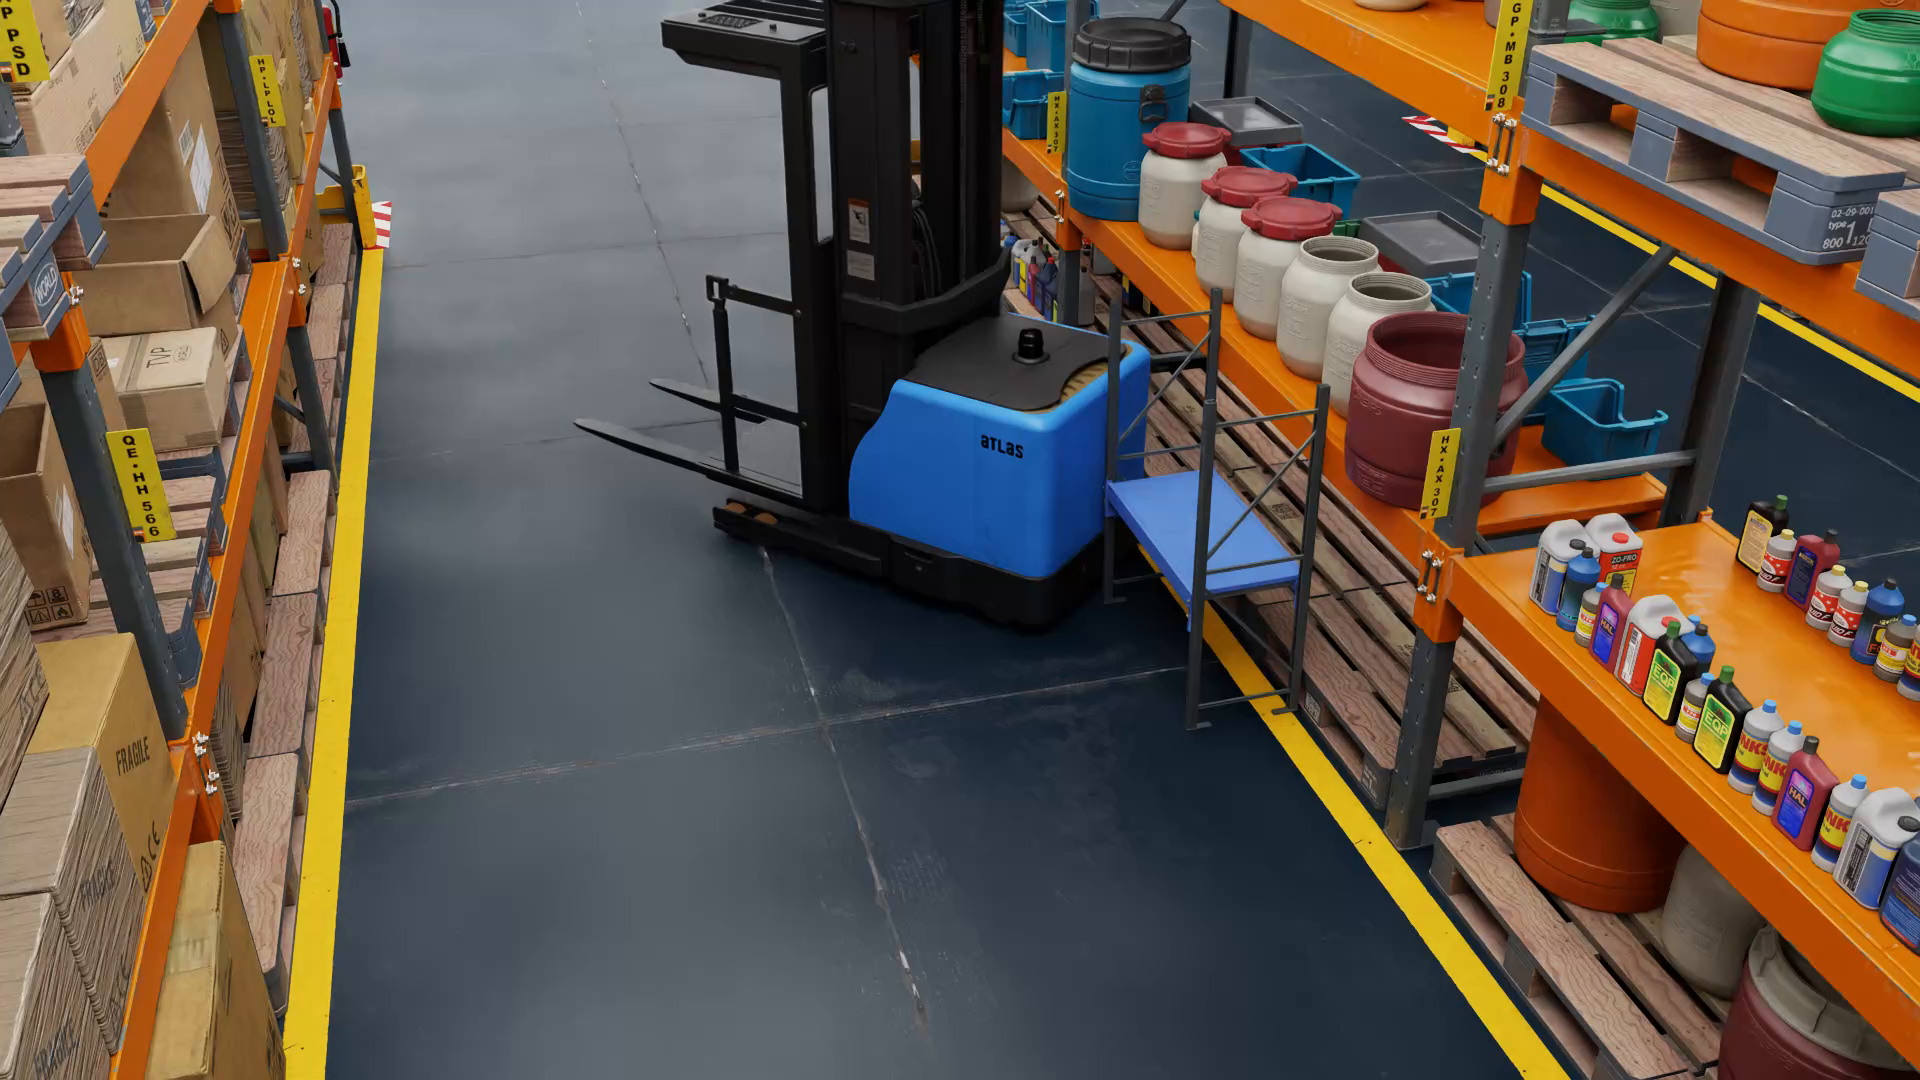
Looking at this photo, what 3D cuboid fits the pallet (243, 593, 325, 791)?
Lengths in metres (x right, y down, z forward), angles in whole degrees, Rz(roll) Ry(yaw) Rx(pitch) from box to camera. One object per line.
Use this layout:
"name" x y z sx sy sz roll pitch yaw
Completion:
"pallet" -3.196 0.678 6.867 1.003 0.211 1.213 -8 31 -13

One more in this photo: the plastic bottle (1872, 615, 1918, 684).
"plastic bottle" 2.776 0.314 4.912 0.097 0.201 0.097 0 30 0

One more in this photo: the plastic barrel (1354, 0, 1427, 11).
"plastic barrel" 1.543 -2.043 5.929 0.301 0.262 0.301 0 30 0

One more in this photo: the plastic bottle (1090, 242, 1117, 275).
"plastic bottle" 0.931 -1.874 10.774 0.152 0.276 0.135 -8 31 -13

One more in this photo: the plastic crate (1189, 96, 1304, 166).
"plastic crate" 1.468 -1.988 8.626 0.402 0.464 0.583 -8 31 -13

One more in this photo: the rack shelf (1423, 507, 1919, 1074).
"rack shelf" 2.637 1.056 4.149 1.077 0.370 4.000 -8 31 -13

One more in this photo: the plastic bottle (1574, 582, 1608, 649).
"plastic bottle" 1.939 0.223 5.068 0.097 0.201 0.097 0 30 0

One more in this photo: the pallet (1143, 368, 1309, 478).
"pallet" 1.290 -0.572 9.028 1.003 0.211 1.213 -8 31 -13

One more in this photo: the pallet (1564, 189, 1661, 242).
"pallet" 5.323 -2.583 12.502 1.003 0.211 1.213 -8 31 -13

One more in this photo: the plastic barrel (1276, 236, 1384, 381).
"plastic barrel" 1.515 -0.942 6.771 0.421 0.512 0.421 0 30 0

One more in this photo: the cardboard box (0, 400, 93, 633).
"cardboard box" -2.851 -0.043 4.811 0.500 0.500 0.500 -12 32 -19

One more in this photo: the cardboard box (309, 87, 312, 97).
"cardboard box" -4.285 -2.850 10.431 0.380 0.149 0.250 -8 31 -13

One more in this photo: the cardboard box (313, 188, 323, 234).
"cardboard box" -4.643 -2.223 11.172 0.500 0.500 0.500 -2 30 -4

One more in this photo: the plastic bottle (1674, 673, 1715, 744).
"plastic bottle" 2.072 0.464 4.652 0.097 0.201 0.097 0 30 0

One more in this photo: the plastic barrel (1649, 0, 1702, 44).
"plastic barrel" 2.319 -1.759 5.188 0.421 0.512 0.421 0 30 0

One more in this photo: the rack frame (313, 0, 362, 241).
"rack frame" -4.793 -3.427 11.176 1.000 3.000 0.127 -8 31 -13

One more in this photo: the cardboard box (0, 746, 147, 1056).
"cardboard box" -2.173 0.841 3.703 0.500 0.500 0.500 -8 31 -14

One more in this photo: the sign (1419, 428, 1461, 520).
"sign" 1.577 -0.215 5.465 0.100 0.325 0.005 -8 31 -13

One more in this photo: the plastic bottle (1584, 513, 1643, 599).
"plastic bottle" 2.056 0.064 5.269 0.152 0.276 0.135 -8 31 -13

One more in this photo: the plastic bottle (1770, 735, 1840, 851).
"plastic bottle" 2.172 0.645 4.257 0.061 0.283 0.133 -8 31 -13

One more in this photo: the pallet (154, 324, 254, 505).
"pallet" -3.234 -0.430 6.191 1.003 0.211 1.213 -8 31 -13

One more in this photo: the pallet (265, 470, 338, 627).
"pallet" -3.523 0.088 7.887 1.003 0.211 1.213 -8 31 -13

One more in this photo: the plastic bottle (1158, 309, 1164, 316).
"plastic bottle" 1.270 -1.530 10.178 0.152 0.276 0.135 -7 31 -11

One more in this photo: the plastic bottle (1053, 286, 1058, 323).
"plastic bottle" 0.598 -1.357 9.872 0.061 0.283 0.133 -6 31 -11

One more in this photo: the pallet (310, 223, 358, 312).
"pallet" -4.591 -1.786 11.125 1.003 0.211 1.213 -8 31 -13

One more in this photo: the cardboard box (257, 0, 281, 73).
"cardboard box" -3.740 -2.592 8.339 0.500 0.500 0.500 -8 31 -13

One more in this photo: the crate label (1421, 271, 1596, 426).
"crate label" 2.103 -0.752 6.520 0.502 0.435 0.616 -8 31 -13

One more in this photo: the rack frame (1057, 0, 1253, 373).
"rack frame" 1.044 -2.153 8.976 1.000 3.000 0.127 -8 31 -13

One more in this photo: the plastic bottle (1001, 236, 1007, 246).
"plastic bottle" 0.307 -1.886 10.868 0.097 0.201 0.097 0 30 0

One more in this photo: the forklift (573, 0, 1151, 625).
"forklift" -0.622 -1.436 7.806 3.031 2.935 1.130 18 35 28

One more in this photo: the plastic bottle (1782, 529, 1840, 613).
"plastic bottle" 2.686 0.079 5.235 0.061 0.283 0.133 -8 31 -13

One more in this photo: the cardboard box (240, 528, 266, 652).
"cardboard box" -3.332 0.199 6.968 0.700 0.500 0.500 -11 32 -18

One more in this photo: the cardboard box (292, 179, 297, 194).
"cardboard box" -3.721 -1.889 8.770 0.380 0.149 0.250 -8 31 -13

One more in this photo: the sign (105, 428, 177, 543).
"sign" -2.135 -0.139 4.340 0.100 0.325 0.005 -8 31 -13

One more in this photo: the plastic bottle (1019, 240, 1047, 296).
"plastic bottle" 0.459 -1.719 10.430 0.144 0.351 0.185 -8 31 -14

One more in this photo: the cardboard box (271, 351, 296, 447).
"cardboard box" -3.799 -0.793 8.702 0.500 0.500 0.500 -9 31 -15

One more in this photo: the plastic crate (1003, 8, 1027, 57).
"plastic crate" 0.571 -3.504 11.459 0.499 0.251 0.408 -8 31 -13

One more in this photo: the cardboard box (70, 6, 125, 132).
"cardboard box" -2.685 -1.305 4.665 0.500 0.250 0.500 -7 31 -12

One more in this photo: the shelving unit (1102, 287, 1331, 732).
"shelving unit" 1.025 -0.144 6.990 0.538 1.500 1.048 -9 31 -13

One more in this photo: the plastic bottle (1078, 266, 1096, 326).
"plastic bottle" 0.734 -1.489 10.033 0.144 0.351 0.185 -8 31 -13

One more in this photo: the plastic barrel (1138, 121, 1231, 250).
"plastic barrel" 1.087 -1.721 8.093 0.433 0.535 0.433 0 30 0

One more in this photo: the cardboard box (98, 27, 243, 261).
"cardboard box" -3.655 -1.534 6.887 1.000 1.000 1.000 -8 31 -13

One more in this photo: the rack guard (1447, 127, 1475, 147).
"rack guard" 4.753 -3.672 14.094 1.175 0.500 0.348 -8 31 -13

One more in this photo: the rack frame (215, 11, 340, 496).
"rack frame" -3.731 -1.495 7.838 1.000 3.000 0.127 -8 31 -13

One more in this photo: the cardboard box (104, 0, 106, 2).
"cardboard box" -2.818 -1.869 4.892 0.500 0.500 0.500 -9 31 -15

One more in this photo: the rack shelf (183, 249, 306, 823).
"rack shelf" -3.200 -0.217 6.349 1.077 0.370 4.000 -8 31 -13

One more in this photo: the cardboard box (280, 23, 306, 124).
"cardboard box" -4.212 -2.613 9.374 0.875 0.500 0.500 -8 31 -13
